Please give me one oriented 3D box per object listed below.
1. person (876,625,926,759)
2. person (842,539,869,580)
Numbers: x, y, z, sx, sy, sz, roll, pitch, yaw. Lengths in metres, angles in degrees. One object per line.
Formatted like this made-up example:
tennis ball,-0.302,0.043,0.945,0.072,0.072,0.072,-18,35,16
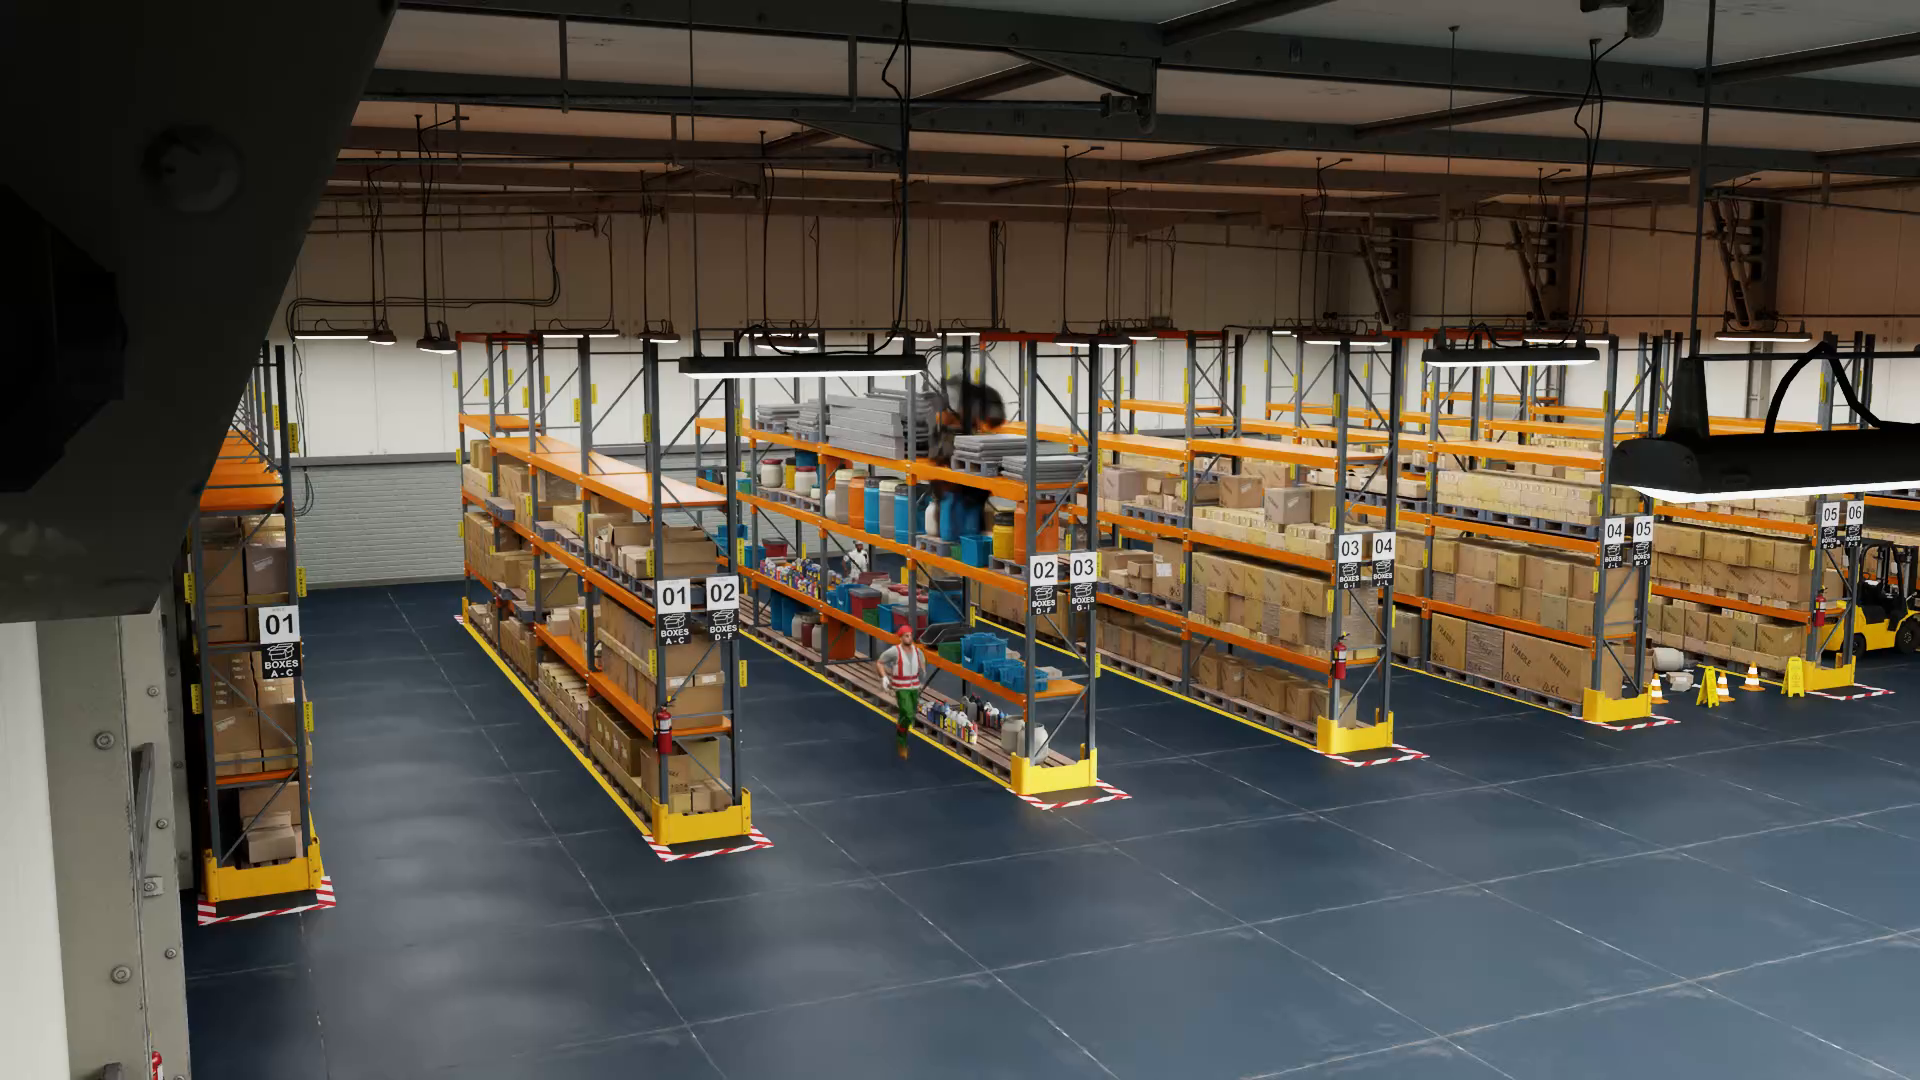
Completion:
person,-0.727,2.092,22.887,0.641,1.837,0.690,-6,10,-37
person,-2.114,0.824,34.713,0.549,1.761,0.765,-5,9,-35
